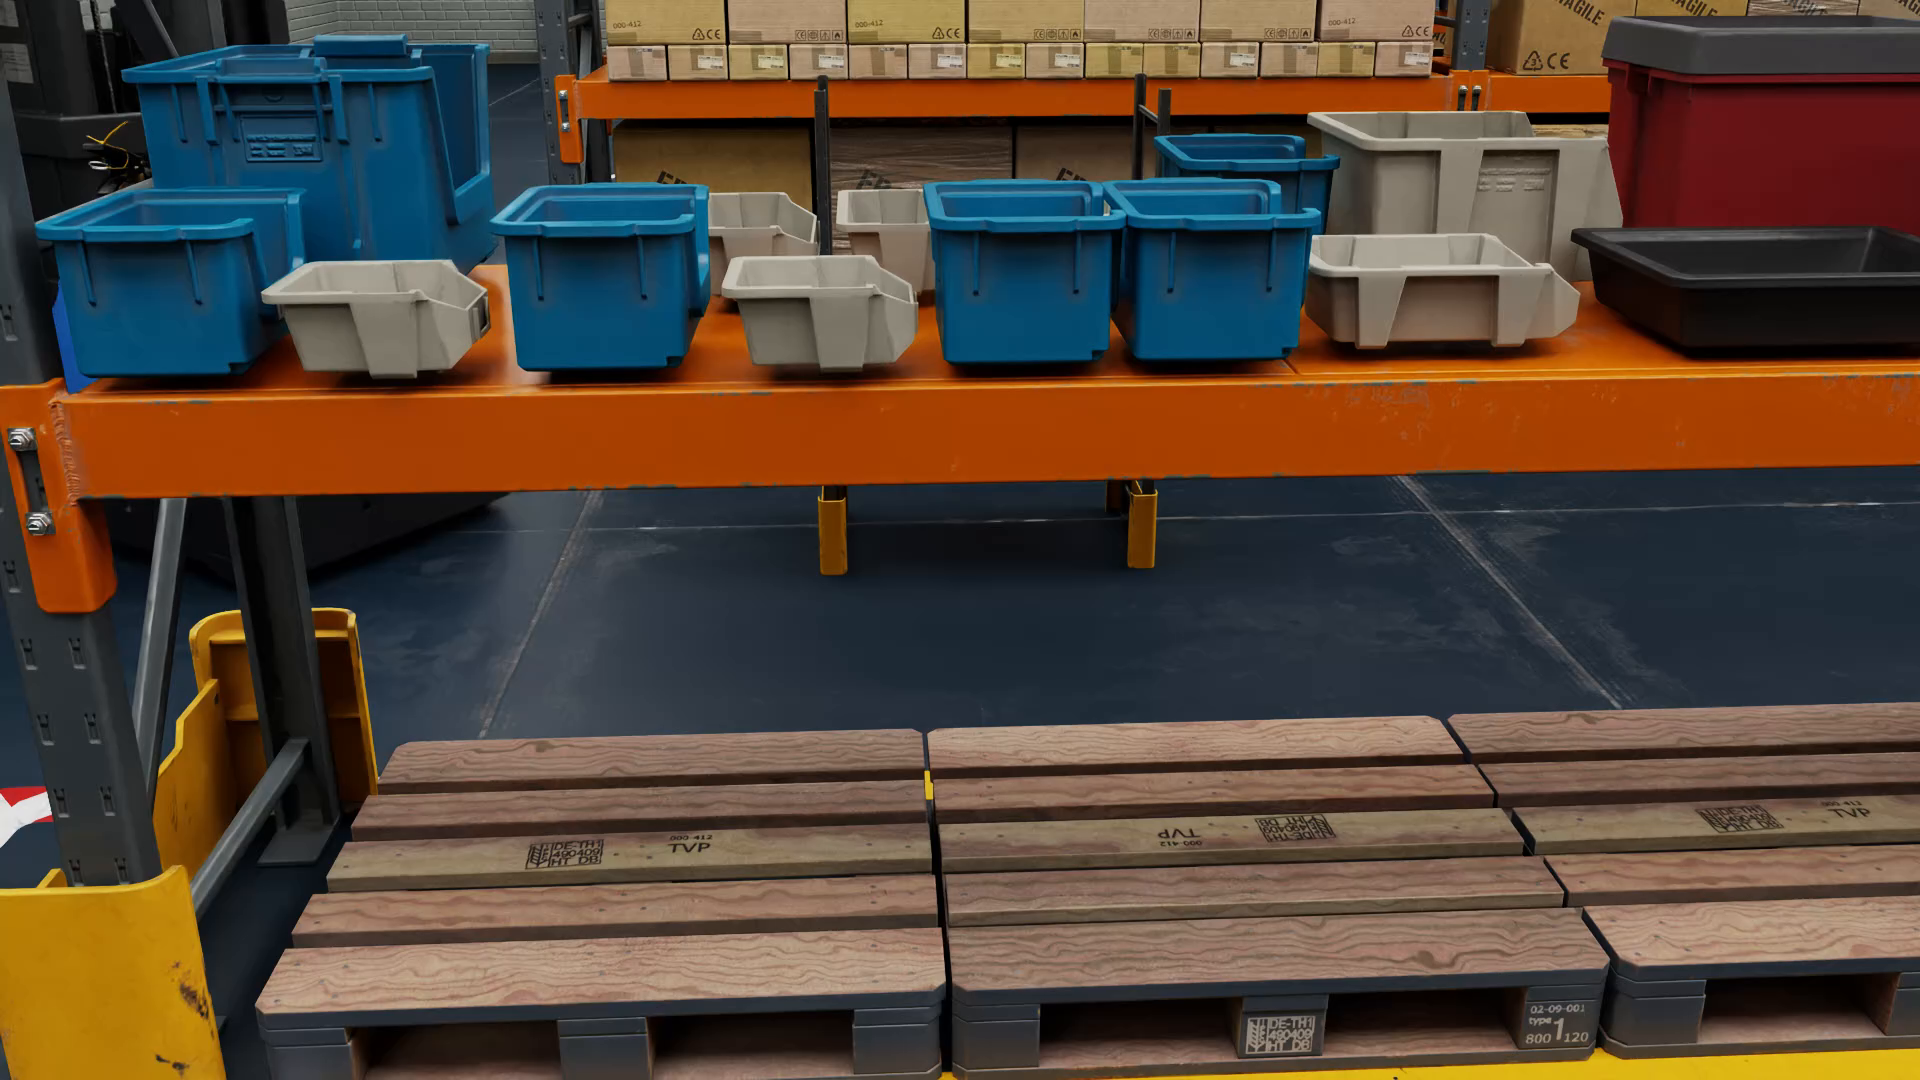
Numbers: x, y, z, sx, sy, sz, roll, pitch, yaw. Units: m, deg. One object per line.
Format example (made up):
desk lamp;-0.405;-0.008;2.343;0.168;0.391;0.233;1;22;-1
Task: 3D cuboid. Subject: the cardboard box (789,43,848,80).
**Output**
cardboard box;-0.621;-2.123;7.334;0.250;0.149;0.380;-1;21;-4

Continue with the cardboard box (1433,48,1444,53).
cardboard box;3.815;-3.684;12.950;0.500;0.250;0.500;-2;21;-5

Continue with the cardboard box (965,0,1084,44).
cardboard box;0.269;-2.351;7.372;0.500;0.250;0.500;-2;21;-4

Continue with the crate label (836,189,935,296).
crate label;-0.113;-0.575;3.201;0.243;0.136;0.396;-1;21;-3

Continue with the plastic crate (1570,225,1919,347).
plastic crate;1.408;-0.437;2.854;0.590;0.125;0.437;-1;21;-3

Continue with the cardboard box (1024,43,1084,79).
cardboard box;0.404;-2.144;7.389;0.250;0.149;0.380;-1;21;-2

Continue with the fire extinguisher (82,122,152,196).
fire extinguisher;-1.660;-0.522;3.409;0.183;0.674;0.296;-1;21;-3

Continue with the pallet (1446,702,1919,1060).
pallet;1.778;0.677;3.547;1.213;0.211;1.003;-1;21;-3

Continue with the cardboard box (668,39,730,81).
cardboard box;-1.137;-2.112;7.305;0.250;0.149;0.380;-1;21;-4

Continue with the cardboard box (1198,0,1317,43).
cardboard box;1.285;-2.370;7.423;0.500;0.250;0.500;-1;21;-1

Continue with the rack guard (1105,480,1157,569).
rack guard;0.573;-0.128;5.607;0.087;0.250;0.587;-1;21;-3

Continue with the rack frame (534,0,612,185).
rack frame;-1.766;-2.334;7.534;0.127;3.000;1.000;-1;21;-3

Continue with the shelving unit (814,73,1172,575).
shelving unit;0.076;-0.702;5.358;1.083;1.500;0.587;-1;21;-3

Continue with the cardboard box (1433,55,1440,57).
cardboard box;3.329;-3.490;12.441;0.500;0.250;0.500;-1;21;-2

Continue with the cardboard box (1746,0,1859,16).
cardboard box;3.702;-2.403;7.575;0.500;0.500;0.500;-2;21;-4

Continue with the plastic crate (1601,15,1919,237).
plastic crate;1.604;-0.784;3.291;0.583;0.464;0.402;-1;21;-3

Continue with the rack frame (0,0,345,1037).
rack frame;-1.484;-0.574;2.913;0.127;3.000;1.000;-1;21;-3

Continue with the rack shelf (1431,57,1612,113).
rack shelf;4.224;-2.119;7.983;4.000;0.370;1.077;-1;21;-3

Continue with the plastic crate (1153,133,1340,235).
plastic crate;0.552;-0.657;3.281;0.300;0.233;0.416;-1;21;-3

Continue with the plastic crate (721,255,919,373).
plastic crate;-0.216;-0.358;2.631;0.298;0.136;0.250;-1;21;-3

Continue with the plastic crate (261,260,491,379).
plastic crate;-0.893;-0.344;2.595;0.298;0.136;0.250;-1;21;-3

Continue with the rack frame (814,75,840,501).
rack frame;-0.422;-0.692;5.332;0.032;1.500;0.500;-1;21;-3

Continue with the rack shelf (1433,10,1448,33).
rack shelf;4.041;-3.883;12.616;4.000;0.370;1.077;-1;21;-3

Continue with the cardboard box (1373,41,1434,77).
cardboard box;1.941;-2.175;7.471;0.250;0.149;0.380;-1;21;-3

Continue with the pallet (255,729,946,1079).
pallet;-0.658;0.726;3.417;1.213;0.211;1.003;-1;21;-3

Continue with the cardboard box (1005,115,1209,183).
cardboard box;0.665;-1.615;8.043;0.875;0.875;0.875;-1;21;-3

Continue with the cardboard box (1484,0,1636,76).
cardboard box;2.701;-2.382;7.521;0.500;0.500;0.500;-1;21;-3

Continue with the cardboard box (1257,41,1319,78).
cardboard box;1.428;-2.164;7.443;0.250;0.149;0.380;-2;21;-4

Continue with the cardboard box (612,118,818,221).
cardboard box;-1.132;-1.578;7.947;0.875;0.875;0.875;-1;21;-3

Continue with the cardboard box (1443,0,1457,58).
cardboard box;2.678;-2.568;8.010;0.500;0.500;0.500;-1;21;-3

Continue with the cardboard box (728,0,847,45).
cardboard box;-0.753;-2.329;7.316;0.500;0.250;0.500;-1;21;-4

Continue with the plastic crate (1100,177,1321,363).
plastic crate;0.396;-0.445;2.725;0.300;0.233;0.416;-1;21;-3

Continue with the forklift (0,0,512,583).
forklift;-3.100;-1.611;5.734;3.031;2.935;1.130;12;24;30

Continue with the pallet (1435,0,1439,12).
pallet;2.816;-4.053;12.320;1.213;0.211;1.003;-1;21;-3

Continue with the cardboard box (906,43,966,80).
cardboard box;-0.110;-2.133;7.361;0.250;0.149;0.380;-1;21;-4

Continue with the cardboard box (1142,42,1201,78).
cardboard box;0.914;-2.154;7.415;0.250;0.149;0.380;-1;21;-2
